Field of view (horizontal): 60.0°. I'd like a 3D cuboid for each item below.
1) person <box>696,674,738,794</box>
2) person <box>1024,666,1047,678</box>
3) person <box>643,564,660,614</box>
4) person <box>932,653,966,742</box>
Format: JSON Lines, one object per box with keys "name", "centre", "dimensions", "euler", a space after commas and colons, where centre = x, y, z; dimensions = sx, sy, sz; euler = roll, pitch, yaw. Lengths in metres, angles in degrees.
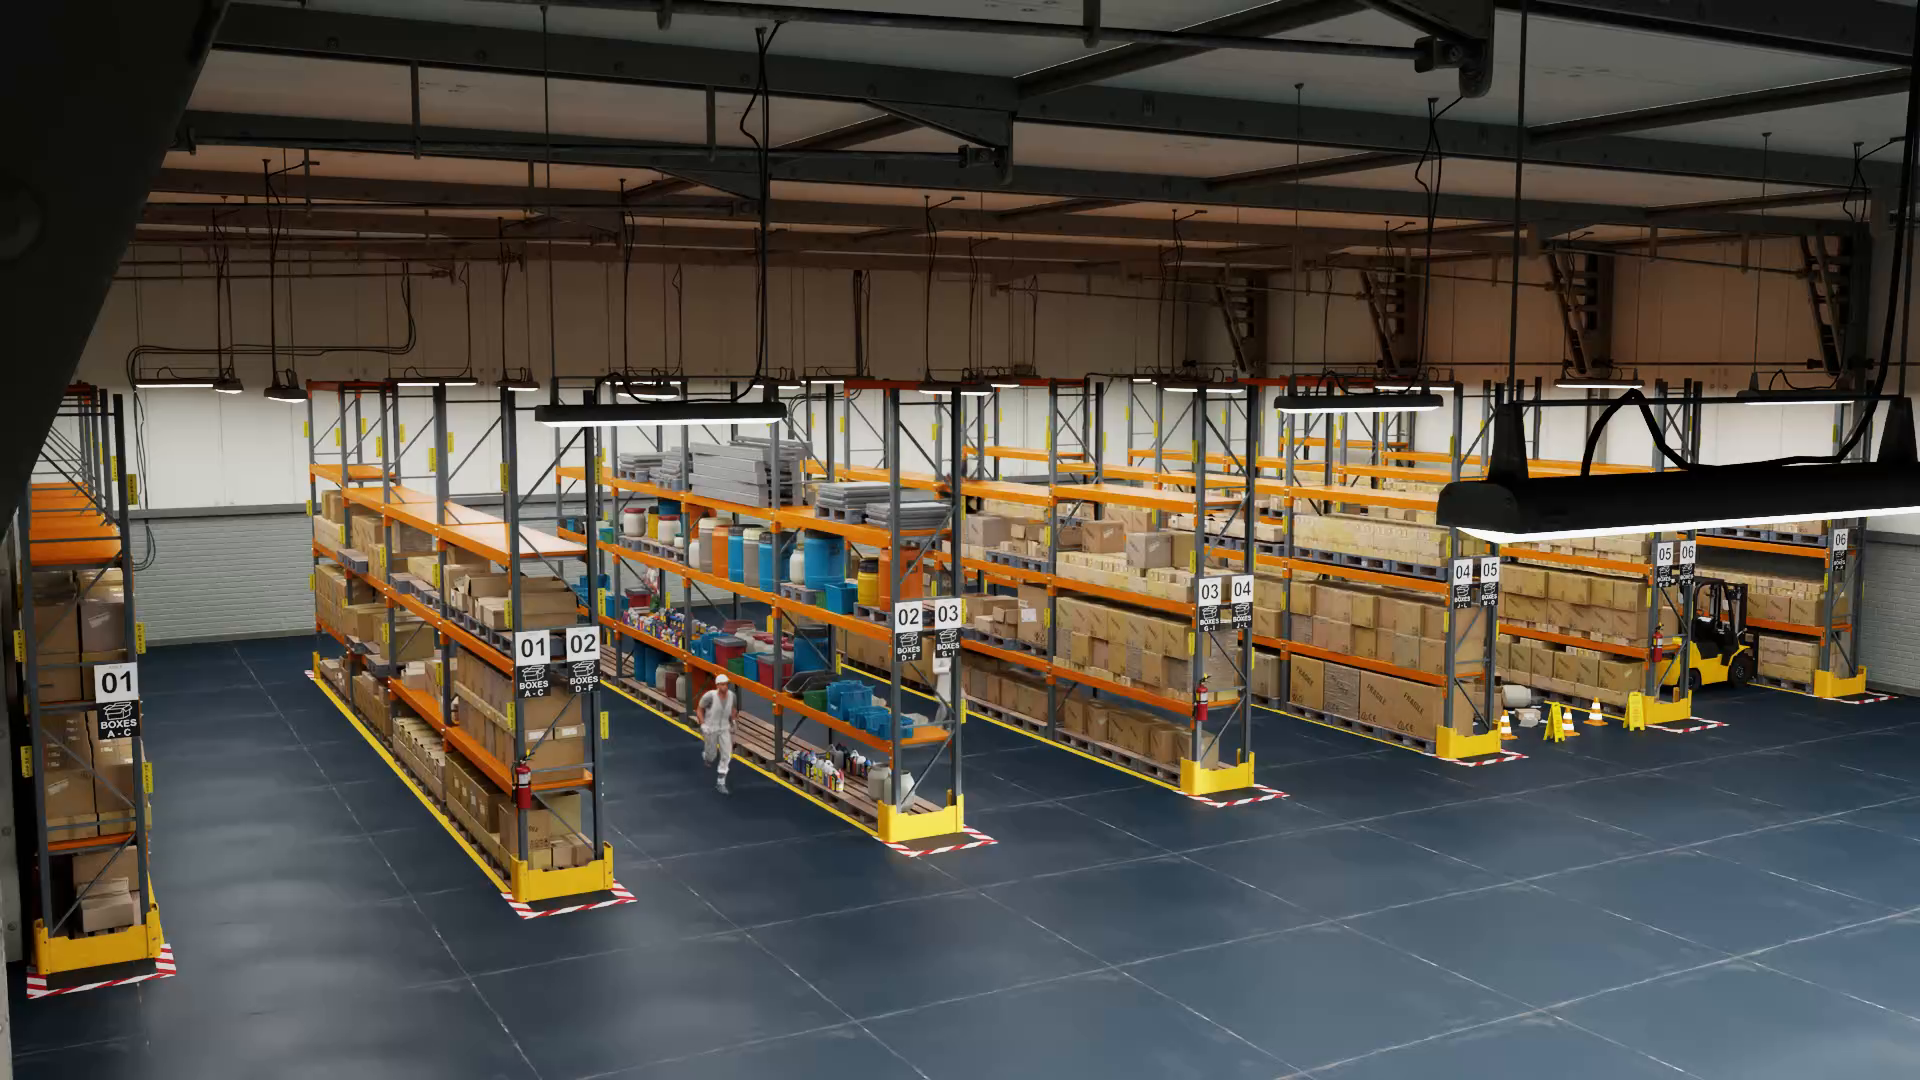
{"name": "person", "centre": [-3.630, 2.845, 24.829], "dimensions": [0.664, 1.768, 0.949], "euler": [-3, 7, -28]}
{"name": "person", "centre": [1.542, 2.082, 32.300], "dimensions": [0.642, 1.682, 0.837], "euler": [-4, 7, -34]}
{"name": "person", "centre": [-7.251, 1.319, 39.137], "dimensions": [1.049, 1.765, 0.634], "euler": [-1, 6, -10]}
{"name": "person", "centre": [-0.180, 2.486, 27.916], "dimensions": [0.685, 1.826, 0.777], "euler": [-5, 8, -37]}
